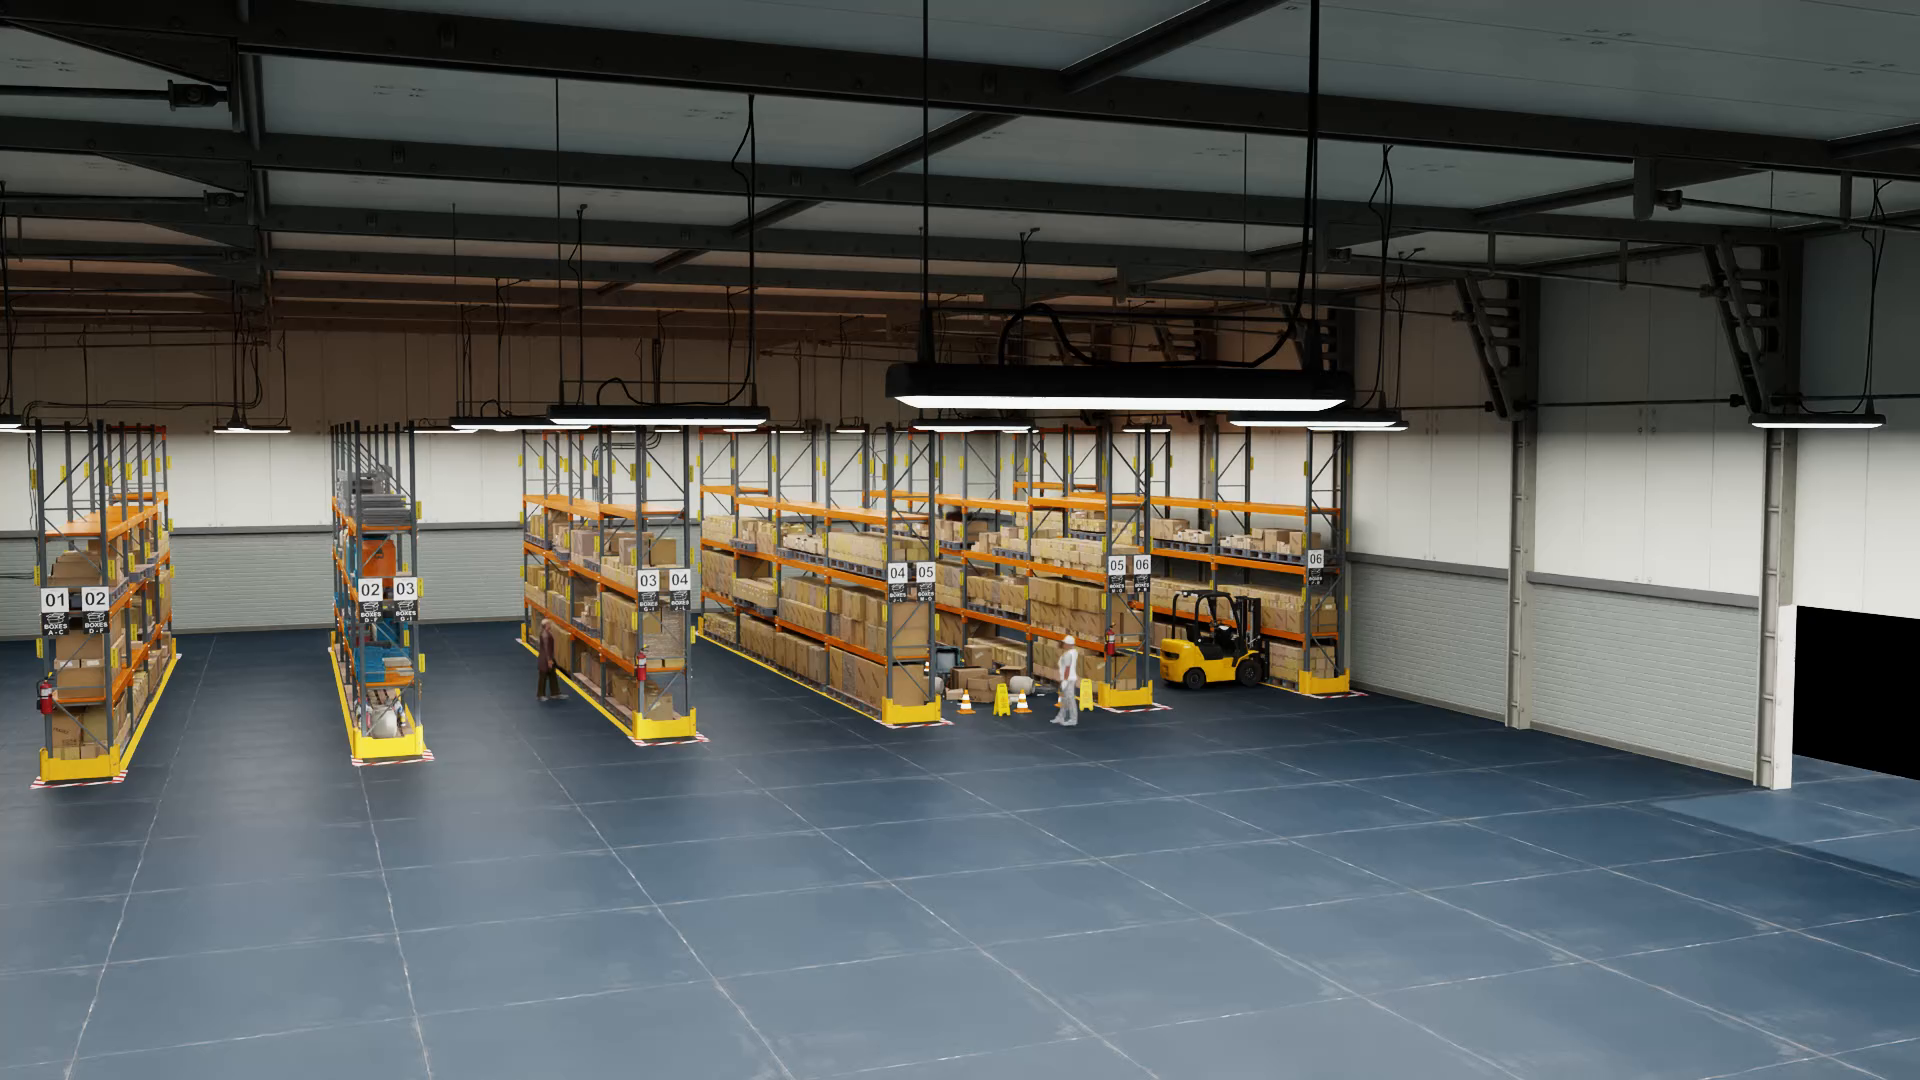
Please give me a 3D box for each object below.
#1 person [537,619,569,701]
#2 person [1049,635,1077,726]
[{"bbox_3d":[-8.860,2.591,35.980,0.628,1.775,0.624,0,4,2],"label":"person"},{"bbox_3d":[2.051,2.774,32.910,0.548,1.787,0.623,0,4,-1],"label":"person"}]
